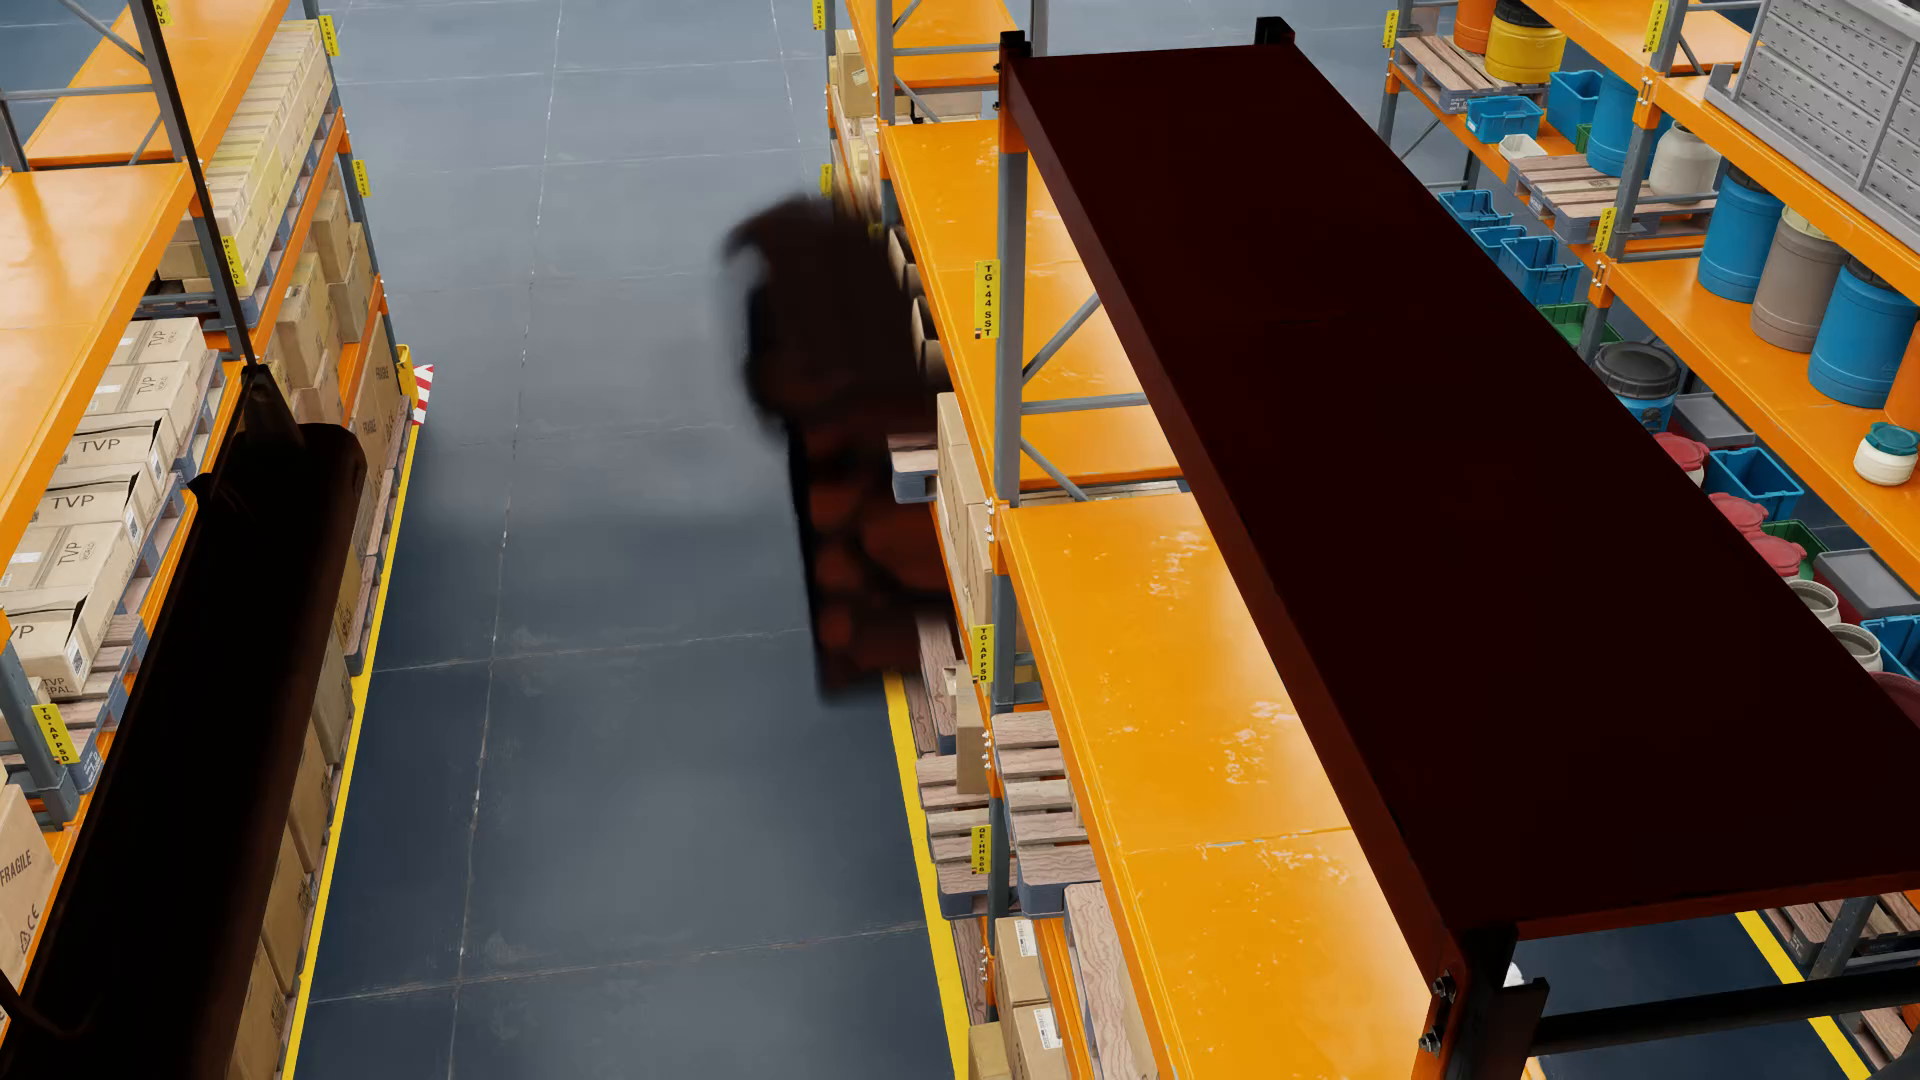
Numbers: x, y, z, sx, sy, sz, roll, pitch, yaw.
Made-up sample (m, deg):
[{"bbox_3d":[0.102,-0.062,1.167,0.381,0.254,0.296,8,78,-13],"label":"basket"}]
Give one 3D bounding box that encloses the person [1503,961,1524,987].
[{"bbox_3d":[2.378,2.436,8.186,0.654,1.729,1.103,-6,37,-8],"label":"person"}]
